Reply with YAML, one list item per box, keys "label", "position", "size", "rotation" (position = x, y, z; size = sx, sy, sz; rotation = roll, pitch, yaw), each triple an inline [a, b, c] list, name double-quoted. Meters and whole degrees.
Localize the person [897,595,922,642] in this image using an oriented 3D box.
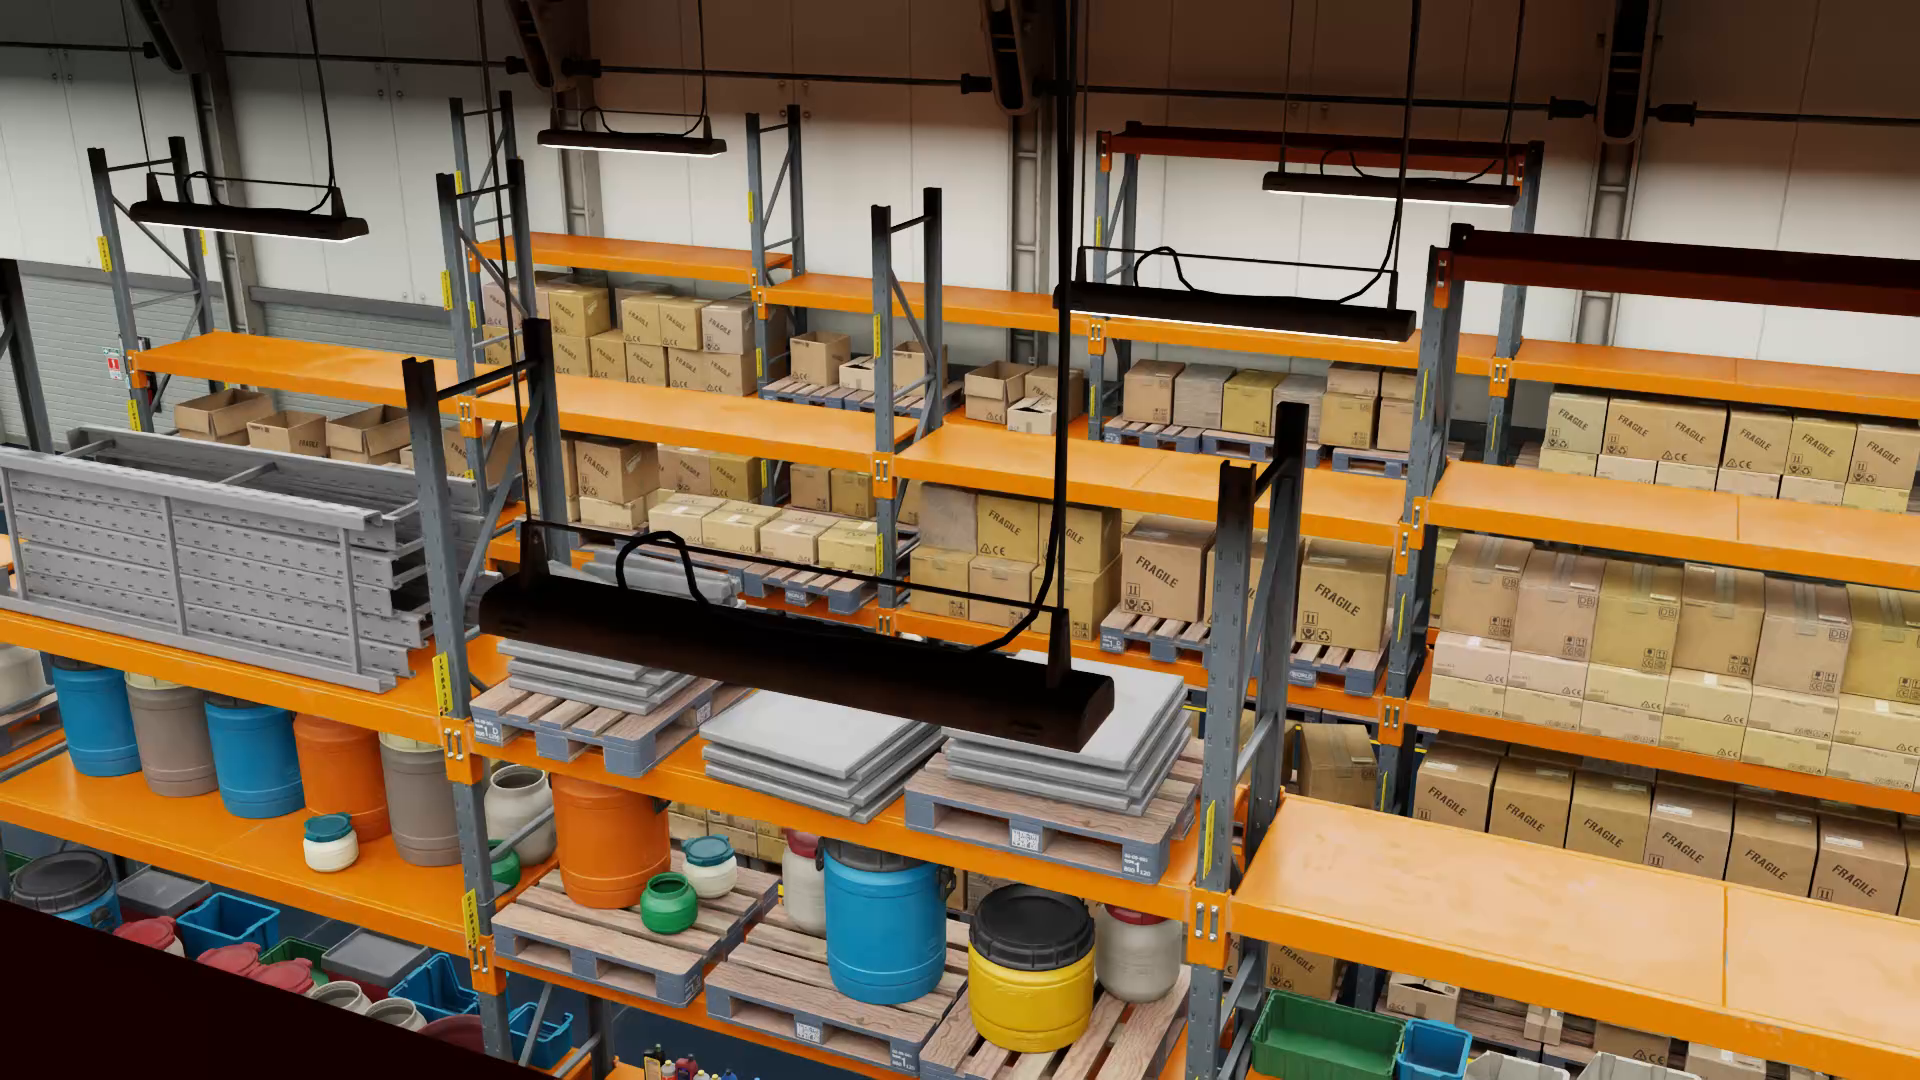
- label: "person"
  position: [-0.572, 1.299, 16.919]
  size: [1.050, 1.594, 0.475]
  rotation: [2, 21, 6]
